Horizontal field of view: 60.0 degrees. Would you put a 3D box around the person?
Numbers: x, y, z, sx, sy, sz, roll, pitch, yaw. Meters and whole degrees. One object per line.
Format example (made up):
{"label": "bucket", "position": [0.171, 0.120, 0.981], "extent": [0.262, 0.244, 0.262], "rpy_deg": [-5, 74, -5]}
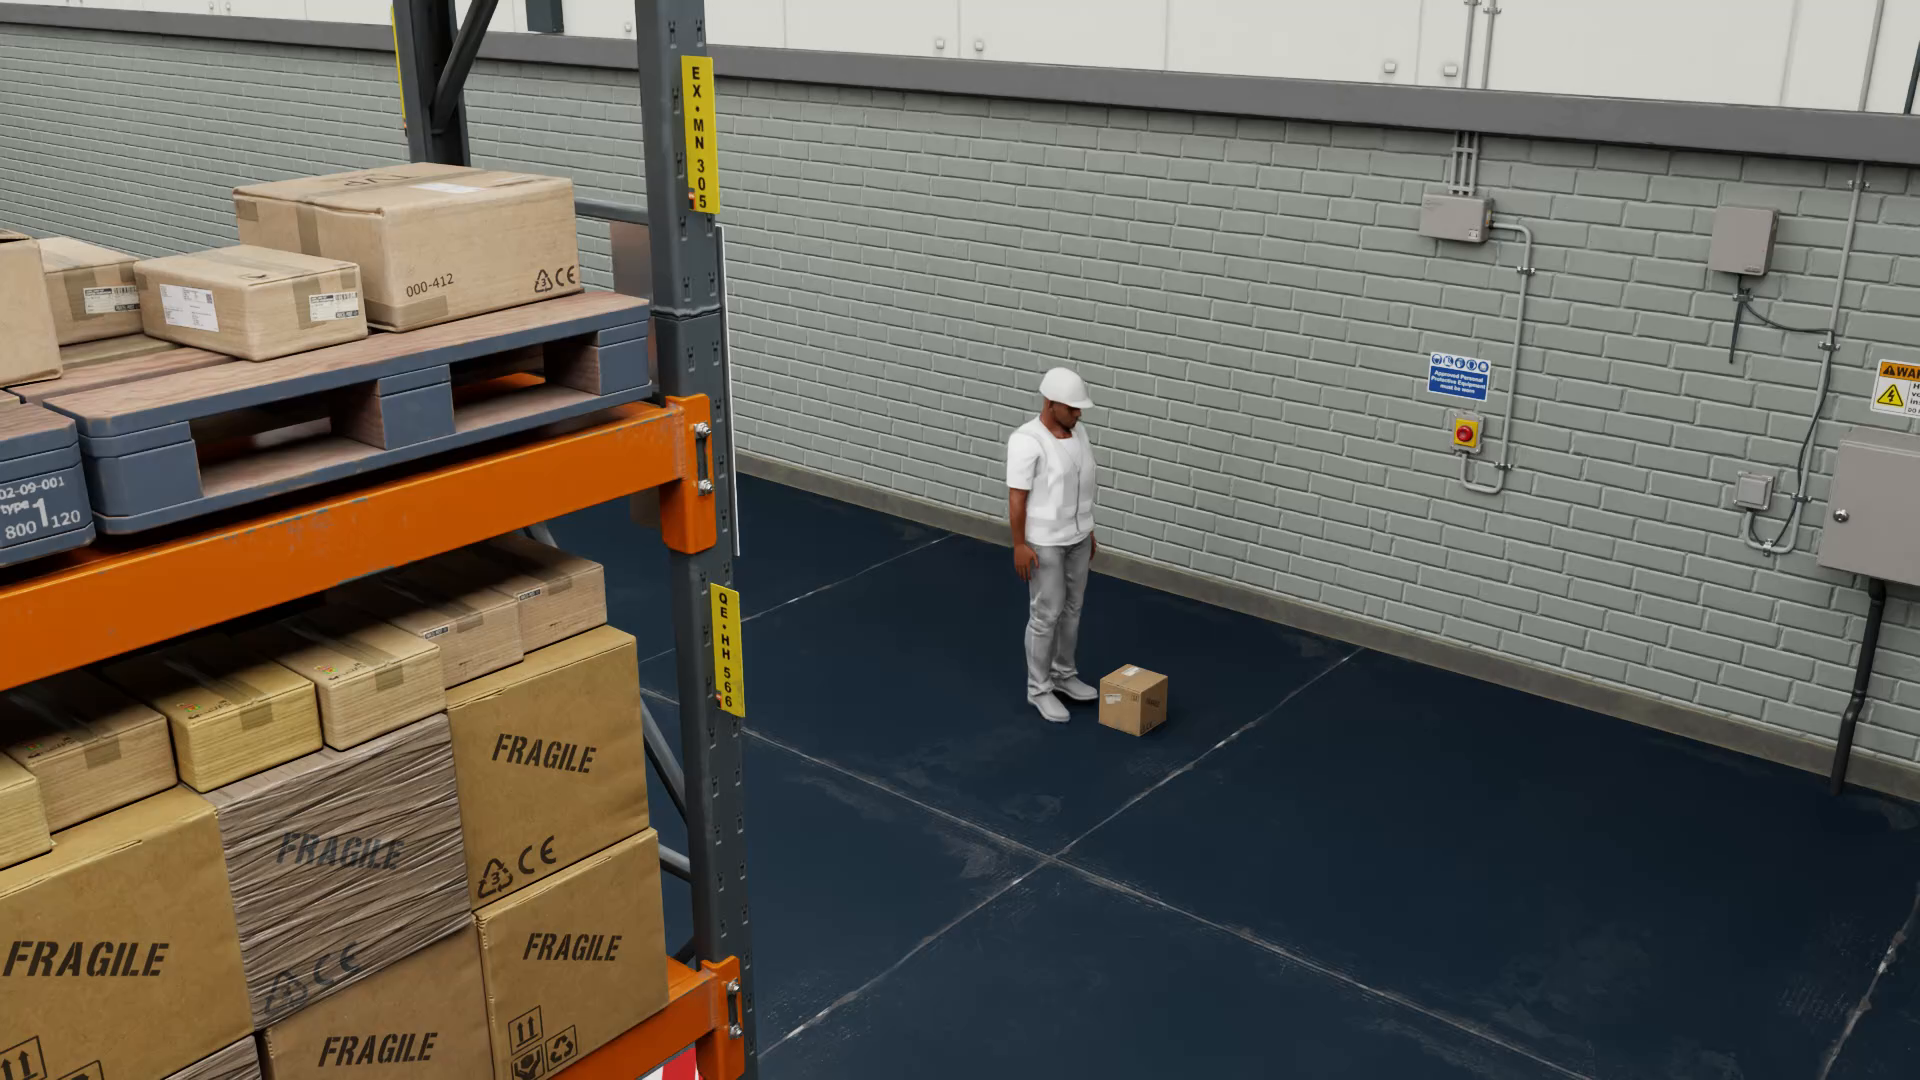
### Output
{"label": "person", "position": [0.526, -0.001, 8.504], "extent": [0.444, 1.789, 0.571], "rpy_deg": [18, 27, 41]}
